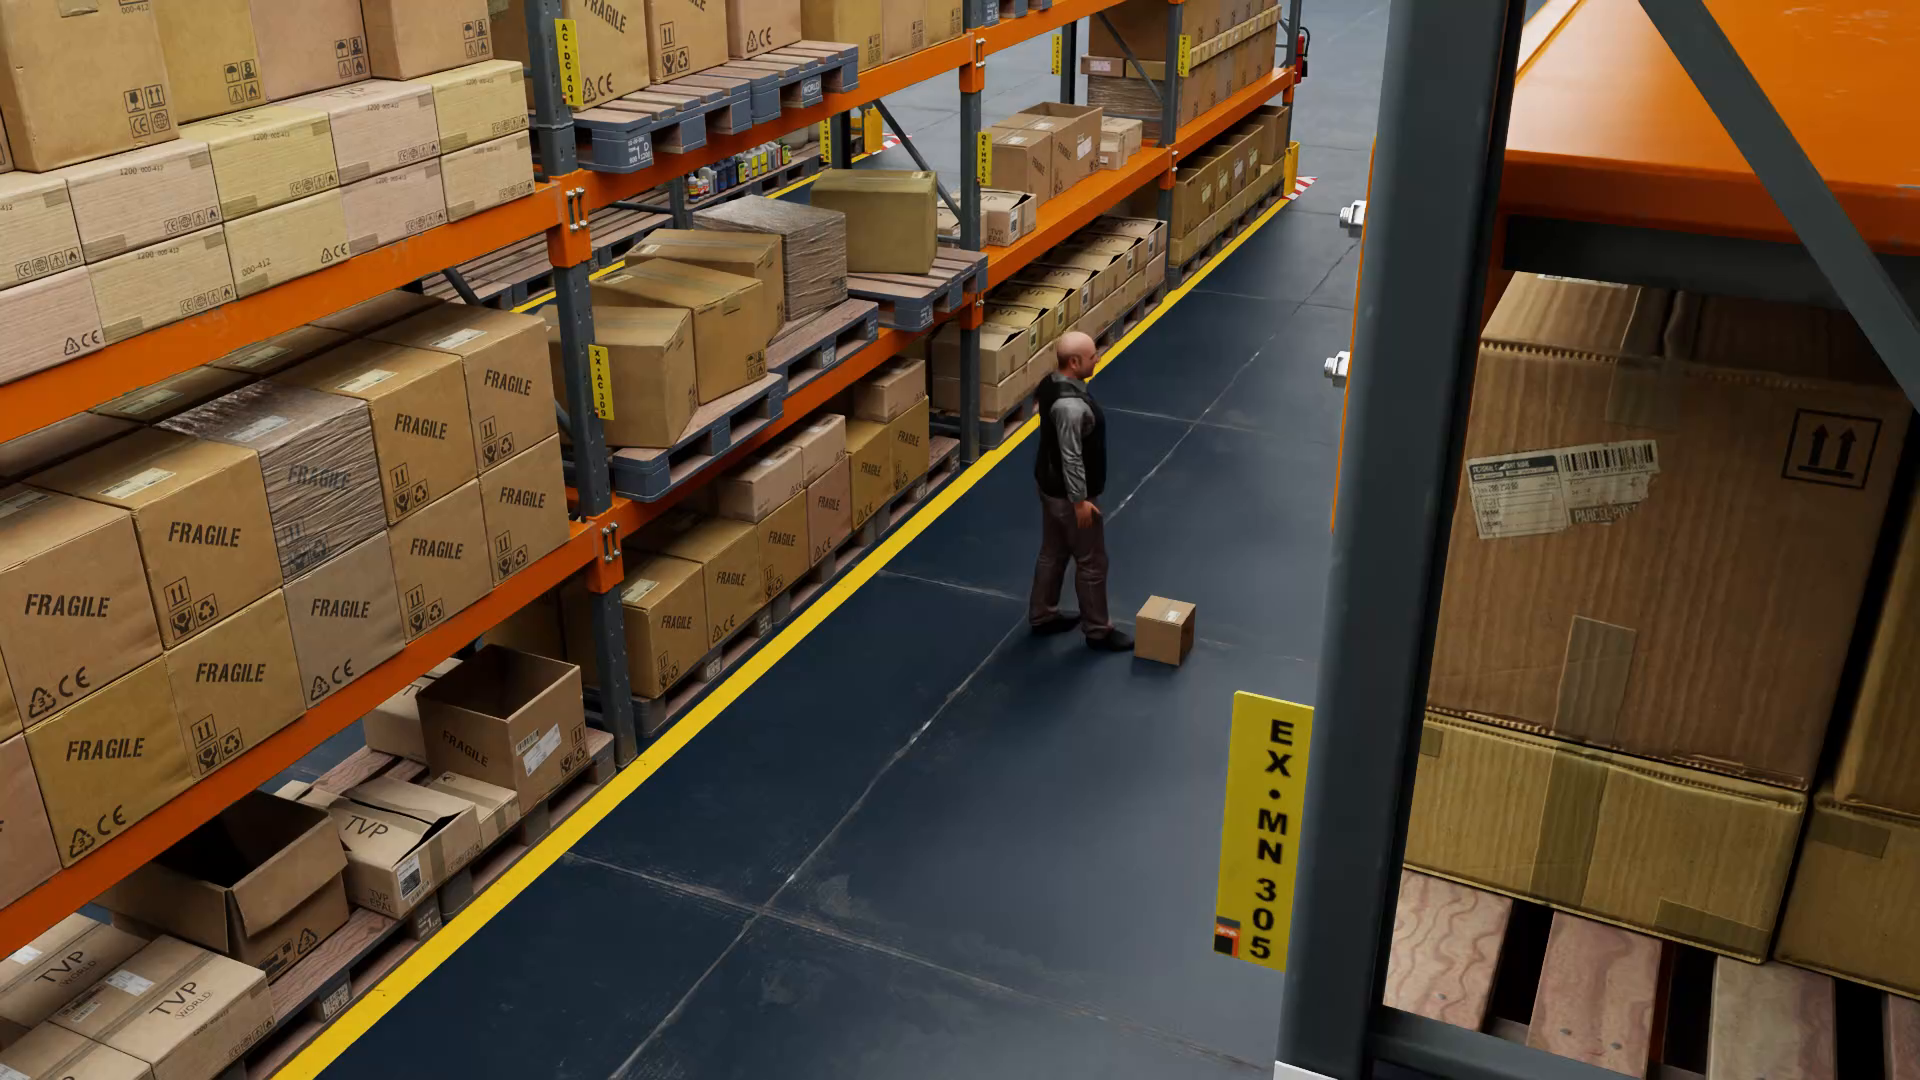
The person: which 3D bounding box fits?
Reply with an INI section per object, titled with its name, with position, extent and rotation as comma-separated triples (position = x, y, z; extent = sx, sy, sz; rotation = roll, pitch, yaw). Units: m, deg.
[person]
position = 0.662, -0.217, 8.690
extent = 0.573, 1.633, 0.559
rotation = -4, 26, -8
